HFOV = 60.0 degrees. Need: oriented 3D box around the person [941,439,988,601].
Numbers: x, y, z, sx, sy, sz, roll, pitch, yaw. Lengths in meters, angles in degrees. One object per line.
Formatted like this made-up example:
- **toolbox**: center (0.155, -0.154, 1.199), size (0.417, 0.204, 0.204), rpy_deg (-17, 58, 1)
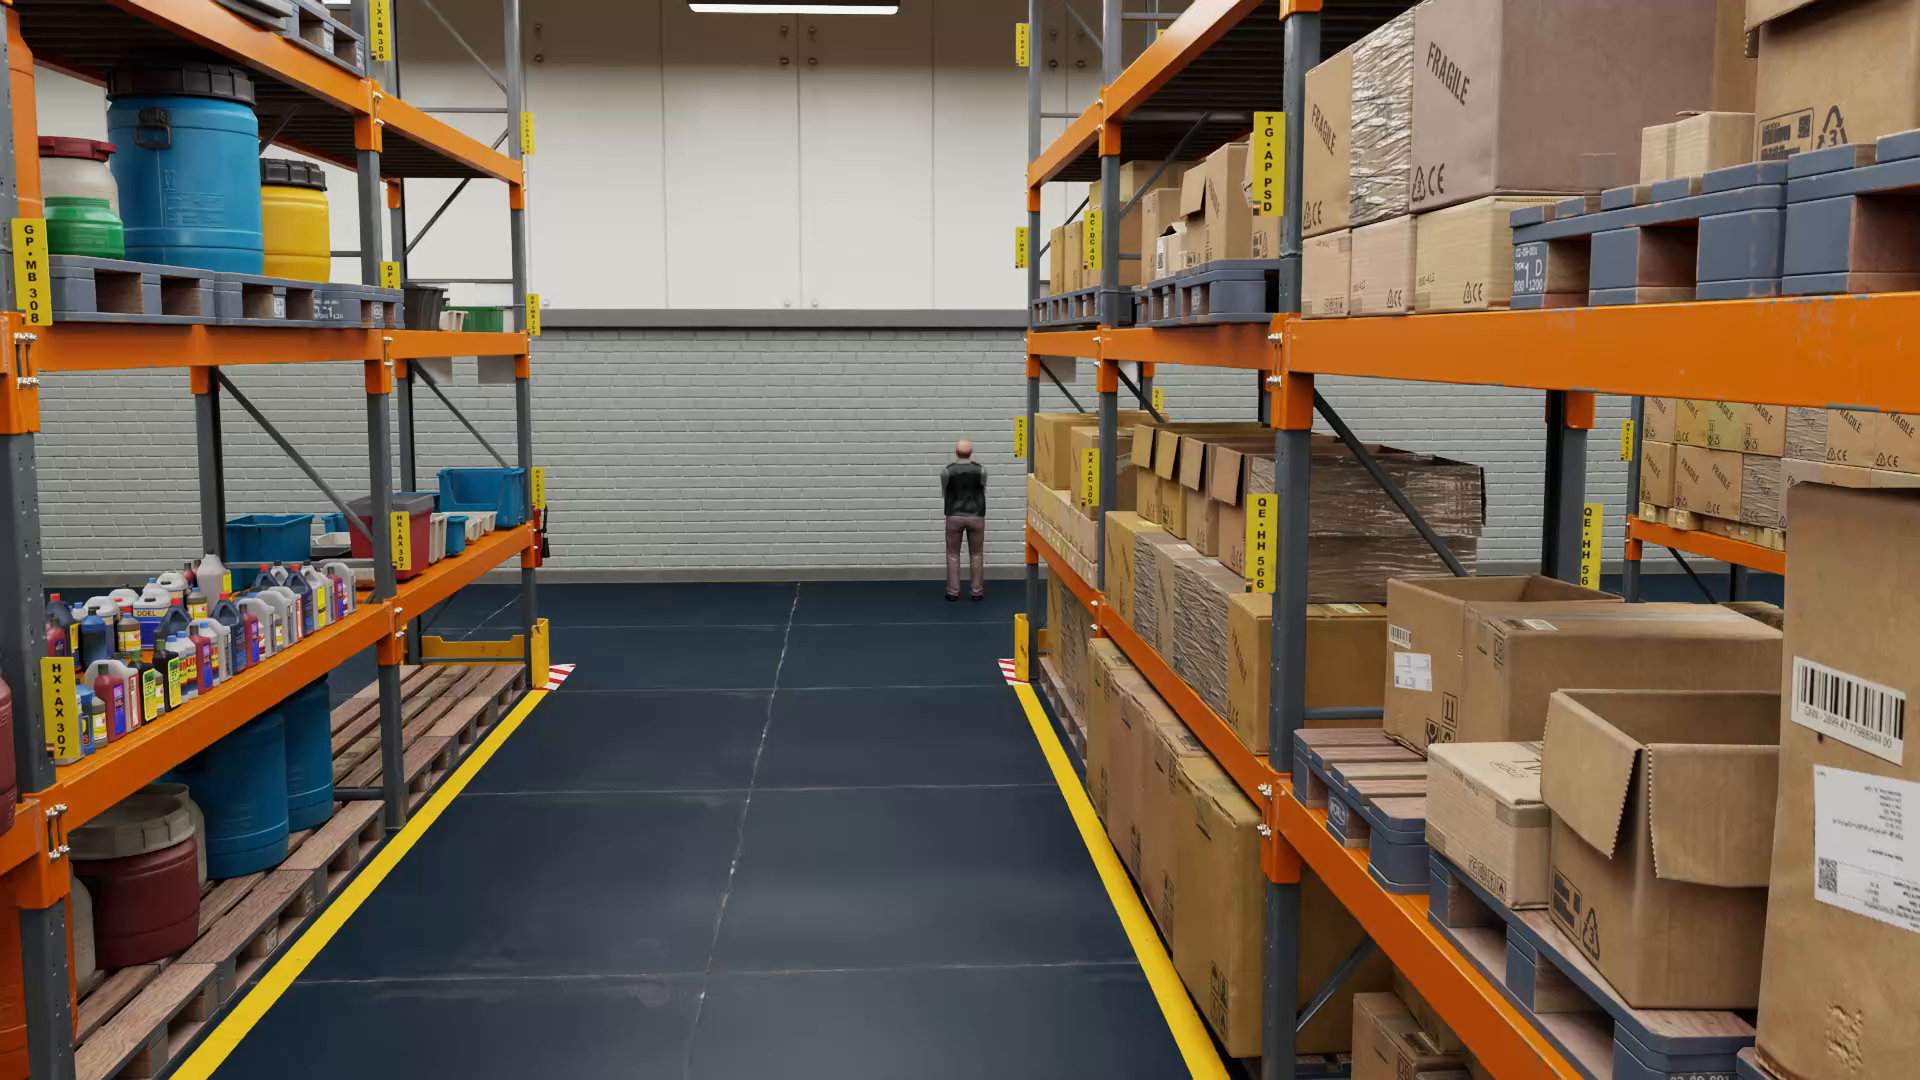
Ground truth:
- **person**: center (0.037, -0.226, 17.755), size (0.499, 1.719, 0.550), rpy_deg (0, 7, -3)
